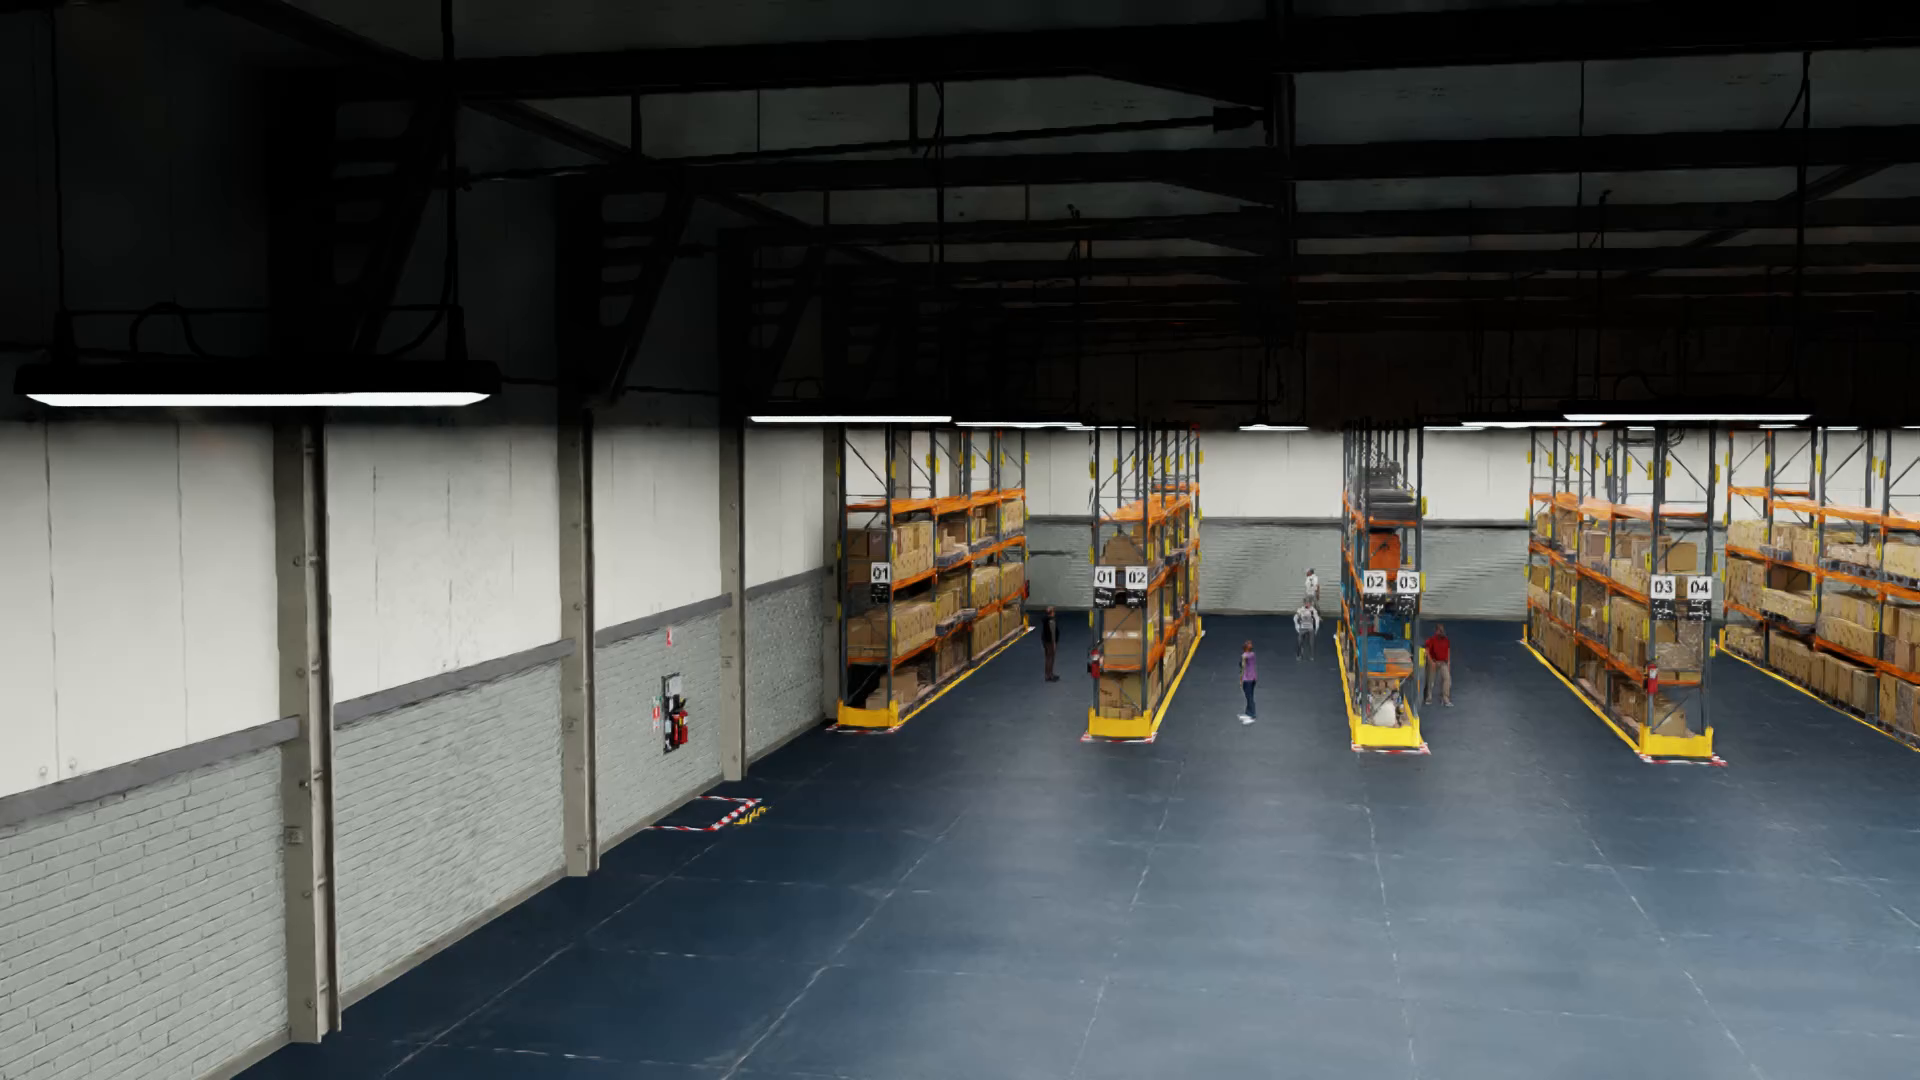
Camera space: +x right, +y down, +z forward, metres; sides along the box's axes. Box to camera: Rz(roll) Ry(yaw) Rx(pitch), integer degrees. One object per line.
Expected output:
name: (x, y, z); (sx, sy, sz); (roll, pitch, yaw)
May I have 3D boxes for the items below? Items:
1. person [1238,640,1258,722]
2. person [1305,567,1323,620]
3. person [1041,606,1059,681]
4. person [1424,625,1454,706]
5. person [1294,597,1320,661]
person: (5.742, 2.779, 32.868); (0.402, 1.592, 0.507); (3, 5, 42)
person: (10.713, 1.637, 50.281); (0.549, 1.661, 0.515); (-3, 5, -42)
person: (2.117, 2.364, 38.268); (0.451, 1.727, 0.584); (-1, 4, -17)
person: (10.027, 2.609, 34.871); (0.672, 1.699, 0.685); (-1, 4, -10)
person: (8.674, 2.216, 41.604); (0.639, 1.632, 0.506); (1, 4, 10)
